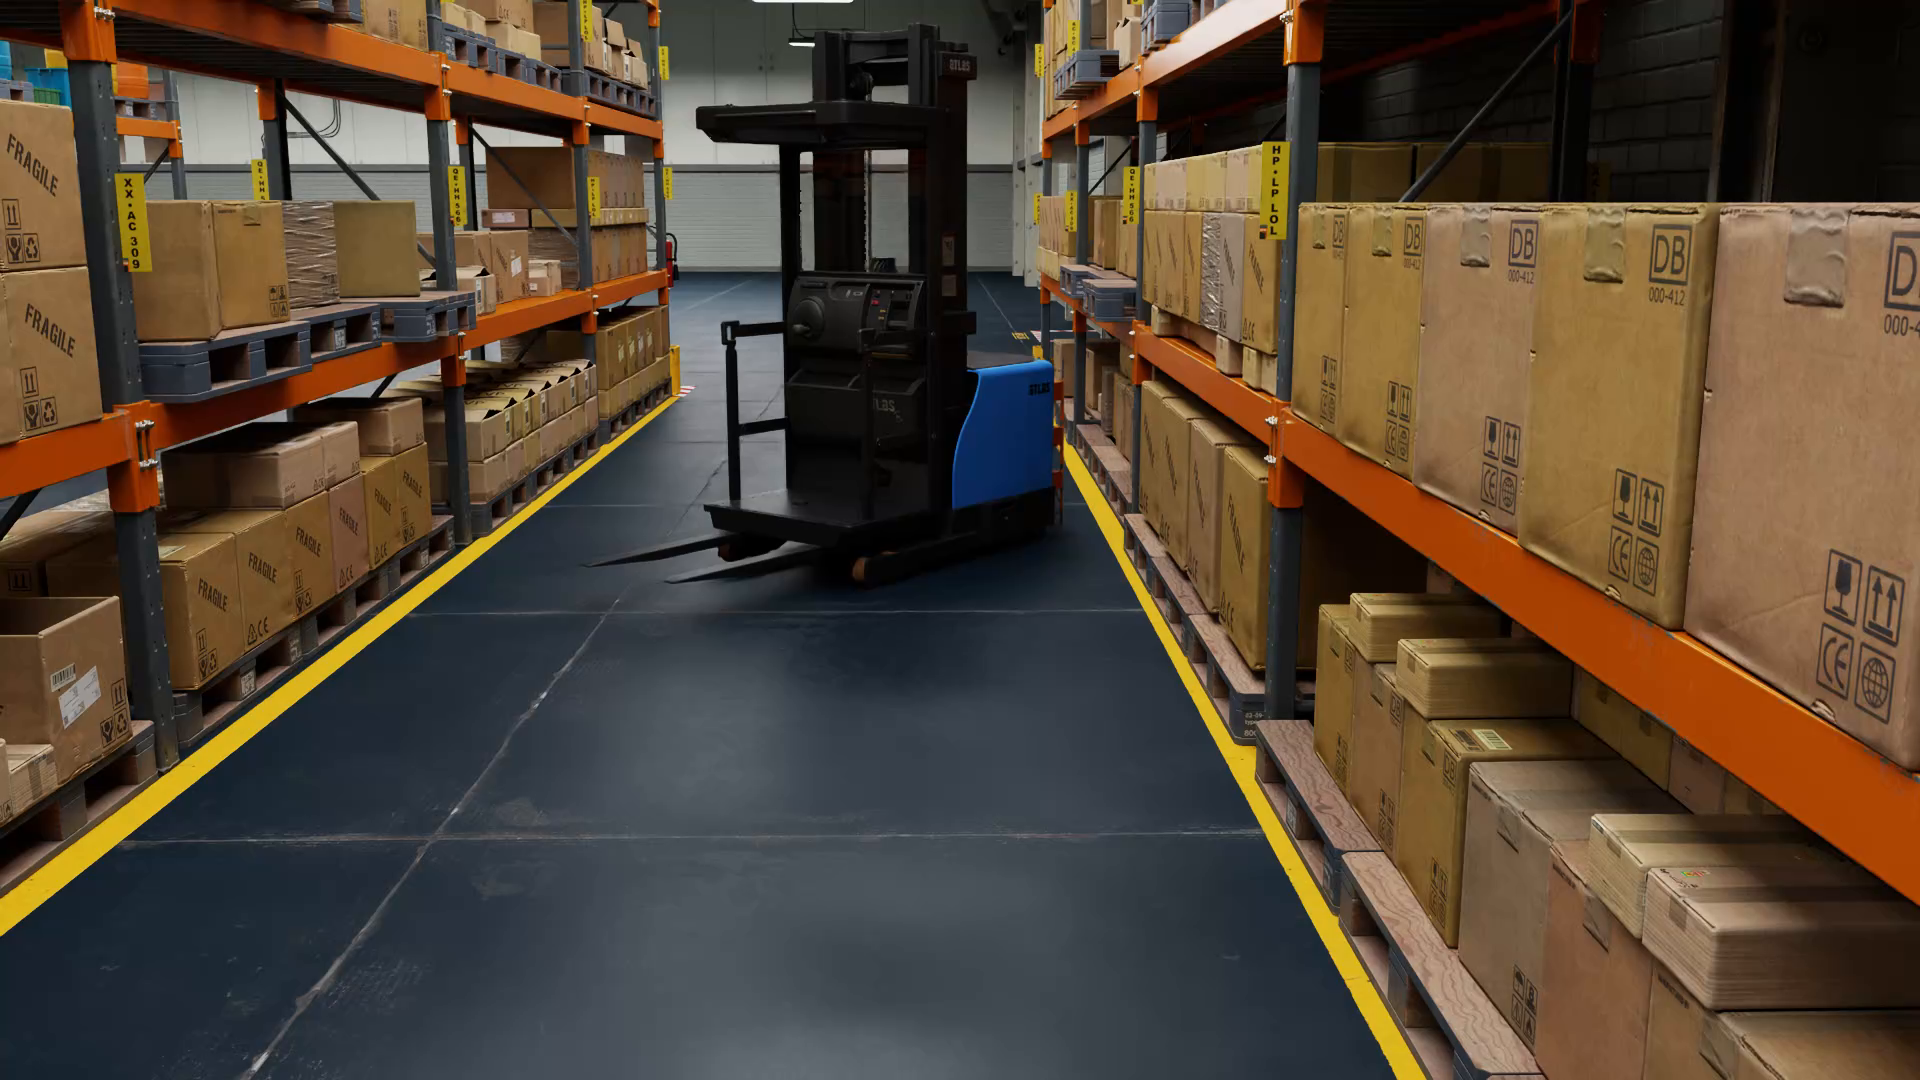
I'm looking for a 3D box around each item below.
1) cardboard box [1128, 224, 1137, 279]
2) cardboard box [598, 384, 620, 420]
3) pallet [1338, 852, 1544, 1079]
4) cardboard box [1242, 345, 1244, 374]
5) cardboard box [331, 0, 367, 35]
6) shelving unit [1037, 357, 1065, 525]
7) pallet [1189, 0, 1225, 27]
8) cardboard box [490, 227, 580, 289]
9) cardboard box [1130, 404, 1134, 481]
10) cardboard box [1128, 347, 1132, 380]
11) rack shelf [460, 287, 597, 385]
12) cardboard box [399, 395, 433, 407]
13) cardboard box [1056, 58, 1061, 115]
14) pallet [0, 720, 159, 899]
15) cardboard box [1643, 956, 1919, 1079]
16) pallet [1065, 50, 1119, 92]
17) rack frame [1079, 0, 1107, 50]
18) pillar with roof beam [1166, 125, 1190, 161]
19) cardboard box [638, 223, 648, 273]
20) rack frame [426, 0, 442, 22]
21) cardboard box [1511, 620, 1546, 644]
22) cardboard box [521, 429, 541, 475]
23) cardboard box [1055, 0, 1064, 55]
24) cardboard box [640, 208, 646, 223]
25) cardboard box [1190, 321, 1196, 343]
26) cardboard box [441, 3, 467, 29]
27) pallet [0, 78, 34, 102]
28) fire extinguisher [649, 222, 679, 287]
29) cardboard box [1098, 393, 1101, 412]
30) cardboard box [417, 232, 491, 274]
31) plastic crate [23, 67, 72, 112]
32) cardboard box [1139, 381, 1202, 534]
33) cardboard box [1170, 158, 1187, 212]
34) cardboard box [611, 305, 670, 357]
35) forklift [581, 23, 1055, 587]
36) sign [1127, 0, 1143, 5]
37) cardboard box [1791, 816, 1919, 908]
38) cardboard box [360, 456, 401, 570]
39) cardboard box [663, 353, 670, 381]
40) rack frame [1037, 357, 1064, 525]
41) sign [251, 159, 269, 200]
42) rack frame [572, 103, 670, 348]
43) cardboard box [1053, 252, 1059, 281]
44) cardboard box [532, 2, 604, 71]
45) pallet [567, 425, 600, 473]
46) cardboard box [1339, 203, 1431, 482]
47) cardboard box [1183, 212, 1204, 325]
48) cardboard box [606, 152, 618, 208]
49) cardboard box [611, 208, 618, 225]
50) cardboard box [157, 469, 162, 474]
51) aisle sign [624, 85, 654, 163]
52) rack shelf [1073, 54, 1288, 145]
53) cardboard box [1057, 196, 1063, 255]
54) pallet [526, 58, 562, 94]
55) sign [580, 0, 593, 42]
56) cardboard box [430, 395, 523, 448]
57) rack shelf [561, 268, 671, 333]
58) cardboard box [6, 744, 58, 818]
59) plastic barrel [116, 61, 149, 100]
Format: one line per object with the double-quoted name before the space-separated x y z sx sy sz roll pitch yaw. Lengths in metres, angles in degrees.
"cardboard box" 1.475 -1.928 10.660 0.700 0.500 0.500 -1 12 -7
"cardboard box" -3.209 -1.185 14.213 0.500 0.250 0.500 0 11 -1
"pallet" 1.581 1.097 4.119 1.003 0.211 1.213 0 11 -1
"cardboard box" 1.336 -0.718 6.636 0.380 0.149 0.250 0 11 1
"cardboard box" -3.356 -2.666 7.858 0.910 0.500 0.500 0 11 -1
"shelving unit" 0.493 -0.601 10.381 0.215 1.050 0.252 9 14 37
"pallet" 1.625 -2.486 7.701 1.003 0.211 1.213 0 11 1
"cardboard box" -3.518 -2.370 13.946 0.700 0.500 0.500 -1 11 -3
"cardboard box" 1.466 -0.592 10.615 0.700 0.500 0.500 0 11 0
"cardboard box" 1.509 -1.275 12.093 0.500 0.250 0.500 -1 11 -3
"rack shelf" -3.461 -1.483 11.633 1.077 0.370 4.000 0 11 -1
"cardboard box" -3.694 -0.777 10.795 0.500 0.311 0.500 0 11 -2
"cardboard box" 1.147 -4.194 15.341 0.500 0.500 0.500 0 11 2
"pallet" -3.324 0.861 5.287 1.003 0.211 1.213 0 11 -1
"cardboard box" 1.584 1.012 2.758 0.700 0.500 0.500 0 11 -1
"pallet" 1.381 -3.303 11.722 1.213 0.211 1.003 0 11 -1
"rack frame" 1.450 -5.194 13.029 1.000 3.000 0.127 0 11 -1
"pillar with roof beam" -2.057 -5.836 16.192 9.100 9.000 0.400 0 11 -1
"cardboard box" -3.588 -2.984 16.973 0.700 0.500 0.500 0 11 -1
"rack frame" -3.420 -4.378 9.005 1.000 3.000 0.127 0 11 -1
"cardboard box" 1.743 0.314 4.566 0.380 0.149 0.250 -1 11 -3
"cardboard box" -3.165 -0.605 11.354 0.500 0.250 0.500 -1 11 -3
"cardboard box" 1.126 -4.584 14.749 0.500 0.500 0.500 -1 11 -3
"cardboard box" -3.380 -3.268 16.739 0.380 0.149 0.250 0 11 0
"cardboard box" 1.368 -1.075 8.394 0.380 0.149 0.250 0 11 0
"cardboard box" -3.515 -3.348 10.794 0.500 0.250 0.500 0 11 -2
"pallet" -8.567 -3.734 13.850 1.213 0.211 1.003 0 11 -1
"fire extinguisher" -3.123 -3.016 17.573 0.296 0.674 0.183 0 11 -1
"cardboard box" 1.409 -1.187 14.387 0.380 0.166 0.250 -2 12 -9
"cardboard box" -3.471 -1.820 11.236 0.500 0.500 0.500 -1 11 -4
"plastic crate" -8.197 -4.093 15.185 0.392 0.384 0.575 0 11 -1
"cardboard box" 1.417 -0.464 9.155 0.750 0.750 0.750 0 11 -2
"cardboard box" 1.311 -1.733 8.123 0.500 0.250 0.500 0 11 -1
"cardboard box" -3.276 -2.148 17.078 0.500 0.500 0.500 0 11 -1
"forklift" -0.715 -1.294 9.067 1.130 2.935 3.031 9 14 37
"sign" 0.990 -3.180 9.347 0.100 0.325 0.005 0 11 -1
"cardboard box" 1.775 0.617 3.071 0.380 0.149 0.250 0 11 -1
"cardboard box" -3.155 -0.141 8.388 0.500 0.500 0.500 -1 11 -3
"cardboard box" -3.279 -1.781 17.153 0.500 0.250 0.500 0 11 -1
"rack frame" 0.567 -0.620 10.476 0.200 1.050 0.008 9 14 37
"sign" -3.975 -2.002 9.472 0.100 0.325 0.005 0 11 -1
"rack frame" -3.585 -3.028 17.441 1.000 3.000 0.127 0 11 -1
"cardboard box" 1.110 -2.482 15.077 0.500 0.250 0.500 0 11 -1
"cardboard box" -3.249 -4.128 13.656 0.500 0.500 0.500 1 11 4
"pallet" -3.448 -0.720 13.077 1.003 0.211 1.213 0 11 -1
"cardboard box" 1.620 -0.558 4.510 0.980 0.700 0.700 -1 11 -3
"cardboard box" 1.316 -1.260 7.674 0.500 0.500 0.500 0 11 0
"cardboard box" -3.549 -3.305 15.292 0.700 0.500 0.500 0 11 -1
"cardboard box" -3.350 -2.962 15.232 0.380 0.149 0.250 0 11 -2
"cardboard box" -3.674 -0.133 8.350 0.500 0.500 0.500 0 11 -2
"aisle sign" -3.293 -4.316 17.252 0.394 0.787 0.004 0 11 -1
"rack shelf" 1.492 -2.974 11.439 1.077 0.370 4.000 0 11 -1
"cardboard box" 1.115 -2.750 14.509 0.500 0.500 0.500 0 11 -1
"pallet" -3.471 -3.434 12.378 0.805 0.209 1.217 -1 11 -3
"sign" -2.960 -4.115 13.161 0.100 0.325 0.005 0 11 -1
"cardboard box" -3.156 -0.781 10.811 0.500 0.311 0.500 -1 11 -3
"rack shelf" -3.544 -2.278 15.552 1.077 0.370 4.000 0 11 -1
"cardboard box" -2.974 0.725 5.004 0.380 0.149 0.250 0 11 -1
"plastic barrel" -8.400 -4.799 16.488 0.600 0.830 0.708 0 11 -1
